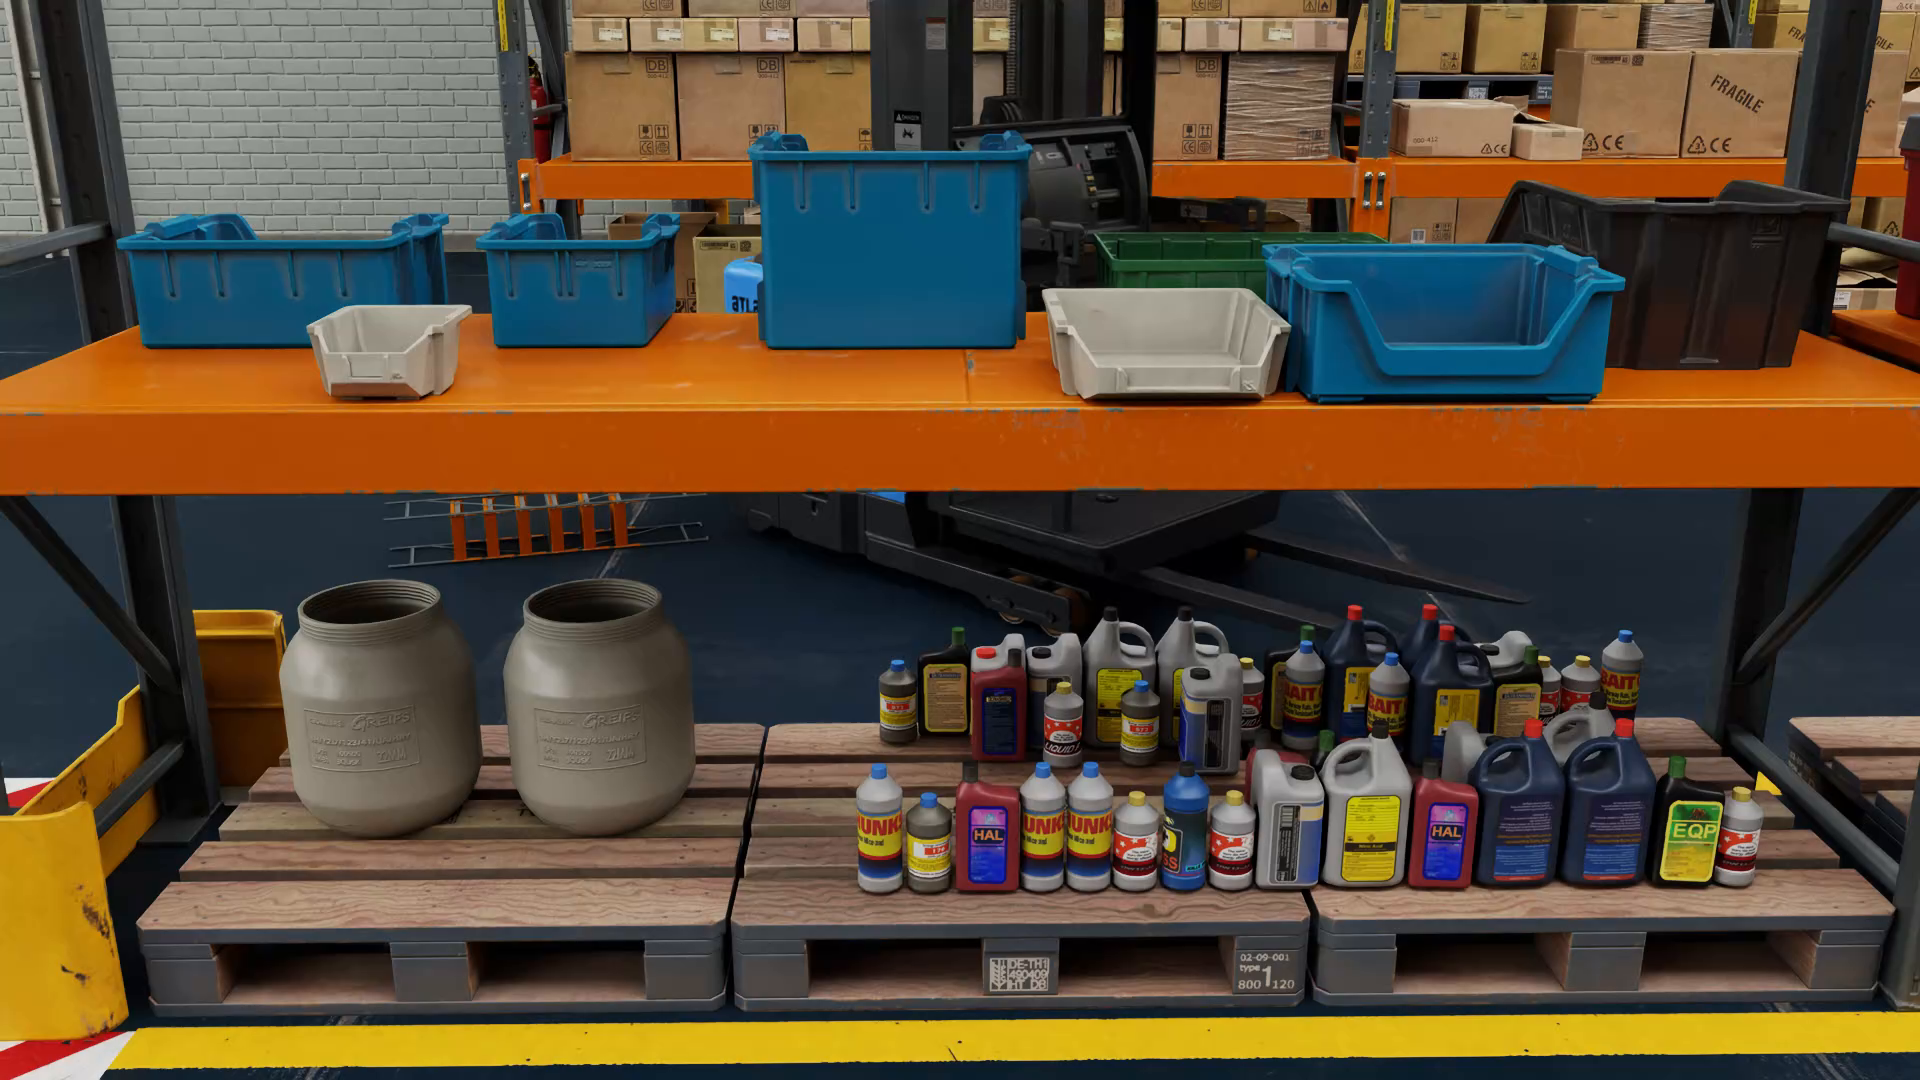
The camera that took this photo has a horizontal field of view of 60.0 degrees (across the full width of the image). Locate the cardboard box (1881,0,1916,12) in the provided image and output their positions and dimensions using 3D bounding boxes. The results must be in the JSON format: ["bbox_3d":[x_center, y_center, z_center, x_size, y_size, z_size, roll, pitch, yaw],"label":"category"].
[{"bbox_3d":[6.851,-4.122,12.575,0.500,0.250,0.500,-1,18,-2],"label":"cardboard box"}]

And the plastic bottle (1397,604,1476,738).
[{"bbox_3d":[1.199,0.334,4.211,0.185,0.351,0.144,0,18,1],"label":"plastic bottle"}]

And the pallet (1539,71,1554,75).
[{"bbox_3d":[5.145,-3.512,12.900,1.003,0.211,1.213,0,18,-1],"label":"pallet"}]

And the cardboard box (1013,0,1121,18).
[{"bbox_3d":[0.489,-2.764,7.965,0.500,0.500,0.700,0,18,-1],"label":"cardboard box"}]

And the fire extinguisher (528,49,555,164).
[{"bbox_3d":[-2.187,-2.193,8.599,0.183,0.674,0.296,0,18,-1],"label":"fire extinguisher"}]

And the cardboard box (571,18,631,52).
[{"bbox_3d":[-1.665,-2.381,7.833,0.250,0.149,0.380,0,18,-1],"label":"cardboard box"}]

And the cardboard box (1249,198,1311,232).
[{"bbox_3d":[2.592,-2.648,13.265,0.500,0.500,0.700,0,18,1],"label":"cardboard box"}]

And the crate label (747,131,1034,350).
[{"bbox_3d":[-0.151,-0.684,3.710,0.616,0.435,0.502,0,18,-1],"label":"crate label"}]

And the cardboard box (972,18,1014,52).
[{"bbox_3d":[0.135,-2.389,7.860,0.250,0.149,0.380,0,18,1],"label":"cardboard box"}]

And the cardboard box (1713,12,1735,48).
[{"bbox_3d":[6.324,-3.921,13.178,0.500,0.500,0.500,0,18,-1],"label":"cardboard box"}]

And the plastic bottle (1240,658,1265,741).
[{"bbox_3d":[0.727,0.401,4.249,0.097,0.201,0.097,0,18,0],"label":"plastic bottle"}]

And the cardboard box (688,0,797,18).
[{"bbox_3d":[-1.016,-2.756,7.942,0.500,0.500,0.700,-1,18,-2],"label":"cardboard box"}]

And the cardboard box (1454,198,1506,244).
[{"bbox_3d":[4.124,-2.662,13.306,0.500,0.500,0.700,0,18,-1],"label":"cardboard box"}]

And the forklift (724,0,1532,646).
[{"bbox_3d":[0.484,-1.246,5.634,3.031,2.935,1.130,16,24,41],"label":"forklift"}]

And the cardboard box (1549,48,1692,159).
[{"bbox_3d":[3.233,-2.156,8.195,0.500,0.500,0.500,1,18,3],"label":"cardboard box"}]

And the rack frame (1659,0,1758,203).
[{"bbox_3d":[5.856,-3.640,12.983,0.127,3.000,1.000,0,18,-1],"label":"rack frame"}]

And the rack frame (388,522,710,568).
[{"bbox_3d":[-1.593,0.016,6.479,1.200,0.006,0.240,-5,18,-16],"label":"rack frame"}]

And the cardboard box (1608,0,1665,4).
[{"bbox_3d":[5.190,-4.189,12.749,0.250,0.149,0.380,-3,18,-10],"label":"cardboard box"}]

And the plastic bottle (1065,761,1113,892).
[{"bbox_3d":[0.274,0.599,3.517,0.097,0.271,0.097,0,18,0],"label":"plastic bottle"}]

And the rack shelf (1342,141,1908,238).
[{"bbox_3d":[3.938,-1.775,8.347,4.000,0.370,1.077,0,18,-1],"label":"rack shelf"}]

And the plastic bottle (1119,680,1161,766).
[{"bbox_3d":[0.445,0.446,4.108,0.097,0.201,0.097,0,18,0],"label":"plastic bottle"}]

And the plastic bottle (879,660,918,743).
[{"bbox_3d":[-0.157,0.405,4.236,0.097,0.201,0.097,0,18,0],"label":"plastic bottle"}]

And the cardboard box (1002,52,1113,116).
[{"bbox_3d":[0.466,-2.145,8.161,0.500,0.500,0.700,0,18,0],"label":"cardboard box"}]

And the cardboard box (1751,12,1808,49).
[{"bbox_3d":[6.346,-3.763,12.683,0.500,0.500,0.500,0,18,1],"label":"cardboard box"}]

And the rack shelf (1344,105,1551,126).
[{"bbox_3d":[3.856,-3.288,13.063,4.000,0.370,1.077,0,18,-1],"label":"rack shelf"}]

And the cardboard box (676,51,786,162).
[{"bbox_3d":[-1.069,-2.138,8.139,0.500,0.500,0.700,0,18,1],"label":"cardboard box"}]

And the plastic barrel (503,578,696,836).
[{"bbox_3d":[-0.829,0.380,3.837,0.421,0.512,0.421,0,18,0],"label":"plastic barrel"}]

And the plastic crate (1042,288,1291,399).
[{"bbox_3d":[0.393,-0.384,3.265,0.437,0.136,0.530,0,18,-1],"label":"plastic crate"}]

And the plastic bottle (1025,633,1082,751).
[{"bbox_3d":[0.234,0.376,4.204,0.135,0.276,0.152,-1,18,-2],"label":"plastic bottle"}]

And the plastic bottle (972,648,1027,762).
[{"bbox_3d":[0.097,0.405,4.100,0.133,0.283,0.061,0,18,-1],"label":"plastic bottle"}]

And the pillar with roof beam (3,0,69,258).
[{"bbox_3d":[-7.388,-5.382,8.592,0.400,9.000,9.100,0,18,-1],"label":"pillar with roof beam"}]

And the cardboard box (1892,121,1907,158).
[{"bbox_3d":[4.664,-1.984,8.233,0.250,0.149,0.380,1,18,3],"label":"cardboard box"}]

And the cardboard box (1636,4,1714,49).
[{"bbox_3d":[5.386,-3.892,12.884,0.500,0.500,0.700,-2,18,-7],"label":"cardboard box"}]

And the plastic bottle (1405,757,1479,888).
[{"bbox_3d":[1.019,0.595,3.509,0.133,0.283,0.061,1,18,3],"label":"plastic bottle"}]

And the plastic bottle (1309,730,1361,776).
[{"bbox_3d":[0.831,0.552,3.644,0.133,0.283,0.061,0,18,-1],"label":"plastic bottle"}]

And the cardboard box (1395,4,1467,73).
[{"bbox_3d":[3.583,-3.883,12.857,0.500,0.500,0.700,2,18,7],"label":"cardboard box"}]

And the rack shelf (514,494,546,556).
[{"bbox_3d":[-1.666,-0.064,6.431,0.103,0.180,0.258,-5,18,-16],"label":"rack shelf"}]

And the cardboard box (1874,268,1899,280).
[{"bbox_3d":[4.898,-1.202,8.281,0.500,0.311,0.500,-1,18,-2],"label":"cardboard box"}]

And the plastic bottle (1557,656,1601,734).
[{"bbox_3d":[1.586,0.396,4.262,0.097,0.201,0.097,0,18,0],"label":"plastic bottle"}]

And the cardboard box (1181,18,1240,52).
[{"bbox_3d":[1.161,-2.395,7.876,0.250,0.149,0.380,-1,18,-2],"label":"cardboard box"}]

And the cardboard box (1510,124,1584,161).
[{"bbox_3d":[2.827,-1.930,8.064,0.250,0.149,0.380,0,18,-1],"label":"cardboard box"}]

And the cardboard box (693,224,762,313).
[{"bbox_3d":[-1.022,-1.274,8.194,0.500,0.500,0.500,0,18,-1],"label":"cardboard box"}]

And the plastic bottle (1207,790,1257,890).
[{"bbox_3d":[0.578,0.630,3.533,0.097,0.201,0.097,0,18,0],"label":"plastic bottle"}]

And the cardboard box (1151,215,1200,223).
[{"bbox_3d":[0.970,-1.444,8.724,0.500,0.500,0.500,0,18,-1],"label":"cardboard box"}]

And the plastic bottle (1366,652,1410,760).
[{"bbox_3d":[1.056,0.410,4.106,0.097,0.271,0.097,0,18,0],"label":"plastic bottle"}]

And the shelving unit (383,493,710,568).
[{"bbox_3d":[-1.593,-0.071,6.451,1.200,0.189,0.258,-5,18,-16],"label":"shelving unit"}]

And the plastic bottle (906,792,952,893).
[{"bbox_3d":[-0.065,0.634,3.523,0.097,0.201,0.097,0,18,0],"label":"plastic bottle"}]

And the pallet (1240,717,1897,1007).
[{"bbox_3d":[1.341,0.724,3.946,1.213,0.211,1.003,0,18,-1],"label":"pallet"}]

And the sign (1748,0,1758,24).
[{"bbox_3d":[5.874,-3.988,12.302,0.005,0.325,0.100,0,18,-1],"label":"sign"}]

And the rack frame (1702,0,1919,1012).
[{"bbox_3d":[2.013,-0.595,3.491,0.127,3.000,1.000,0,18,-1],"label":"rack frame"}]

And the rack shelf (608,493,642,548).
[{"bbox_3d":[-1.321,-0.095,6.528,0.103,0.180,0.258,-5,18,-16],"label":"rack shelf"}]

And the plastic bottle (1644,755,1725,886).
[{"bbox_3d":[1.537,0.592,3.517,0.133,0.283,0.061,1,18,2],"label":"plastic bottle"}]

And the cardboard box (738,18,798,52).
[{"bbox_3d":[-0.900,-2.384,7.844,0.250,0.149,0.380,-1,18,-2],"label":"cardboard box"}]

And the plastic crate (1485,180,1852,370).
[{"bbox_3d":[1.487,-0.601,3.613,0.504,0.338,0.767,0,18,-1],"label":"plastic crate"}]

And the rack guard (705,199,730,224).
[{"bbox_3d":[-2.067,-2.411,13.246,0.348,0.500,1.175,0,18,-1],"label":"rack guard"}]
